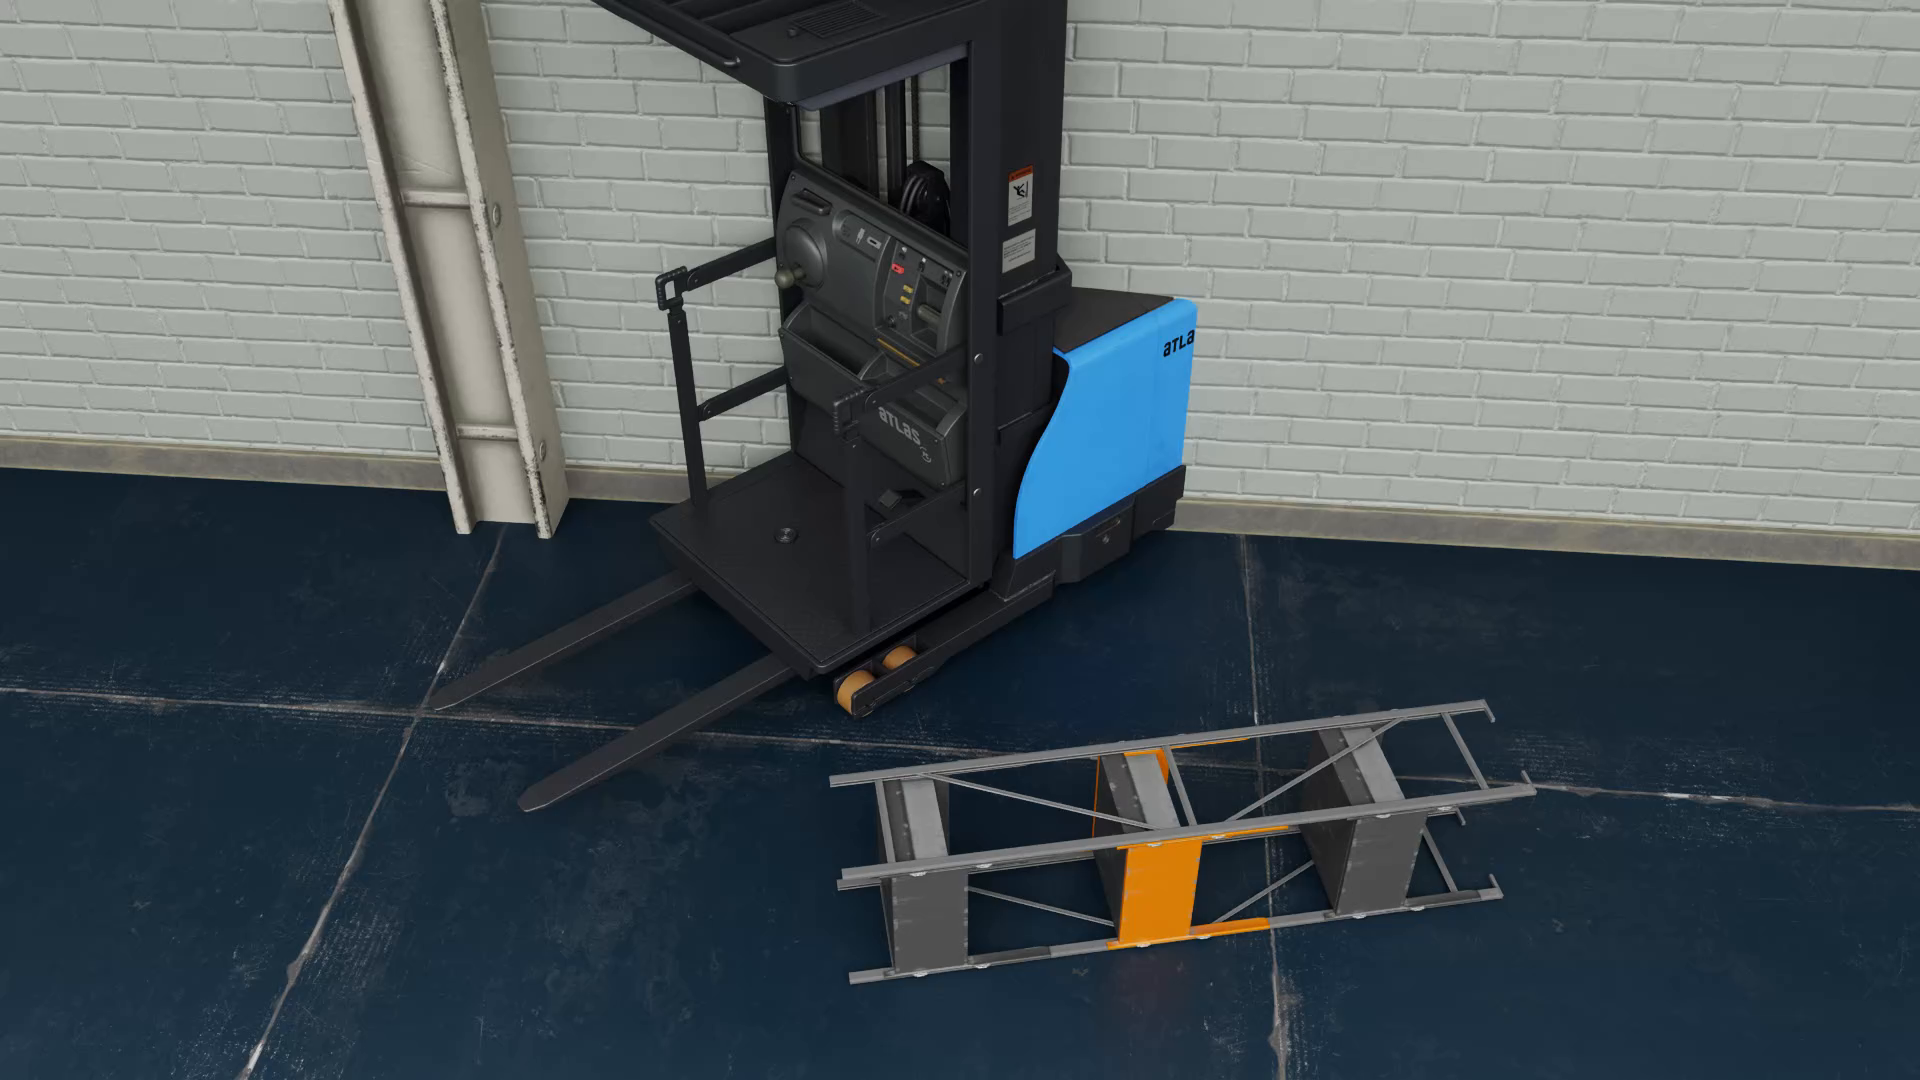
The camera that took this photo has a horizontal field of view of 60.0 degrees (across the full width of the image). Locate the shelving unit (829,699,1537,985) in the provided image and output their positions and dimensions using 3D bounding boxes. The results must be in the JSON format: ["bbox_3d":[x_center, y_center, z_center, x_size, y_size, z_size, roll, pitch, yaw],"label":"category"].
[{"bbox_3d":[0.670,0.933,5.195,2.100,0.503,0.431,-6,39,-7],"label":"shelving unit"}]

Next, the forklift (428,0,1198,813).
[{"bbox_3d":[-0.470,-0.878,5.507,3.031,2.935,1.130,-29,47,-31],"label":"forklift"}]

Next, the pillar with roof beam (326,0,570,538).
[{"bbox_3d":[-2.216,-0.897,0.723,0.400,9.000,9.100,3,39,4],"label":"pillar with roof beam"}]

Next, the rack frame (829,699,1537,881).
[{"bbox_3d":[0.670,0.744,5.041,2.100,0.015,0.400,-6,39,-7],"label":"rack frame"}]

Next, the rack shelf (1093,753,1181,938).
[{"bbox_3d":[0.549,0.945,5.180,0.174,0.457,0.368,-6,39,-7],"label":"rack shelf"}]

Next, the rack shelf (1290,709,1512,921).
[{"bbox_3d":[1.375,0.862,5.282,0.518,0.480,0.431,-6,39,-7],"label":"rack shelf"}]

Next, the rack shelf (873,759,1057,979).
[{"bbox_3d":[-0.007,1.001,5.111,0.518,0.480,0.431,-6,39,-7],"label":"rack shelf"}]

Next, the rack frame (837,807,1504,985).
[{"bbox_3d":[0.670,1.122,5.349,2.100,0.015,0.400,-6,39,-7],"label":"rack frame"}]
